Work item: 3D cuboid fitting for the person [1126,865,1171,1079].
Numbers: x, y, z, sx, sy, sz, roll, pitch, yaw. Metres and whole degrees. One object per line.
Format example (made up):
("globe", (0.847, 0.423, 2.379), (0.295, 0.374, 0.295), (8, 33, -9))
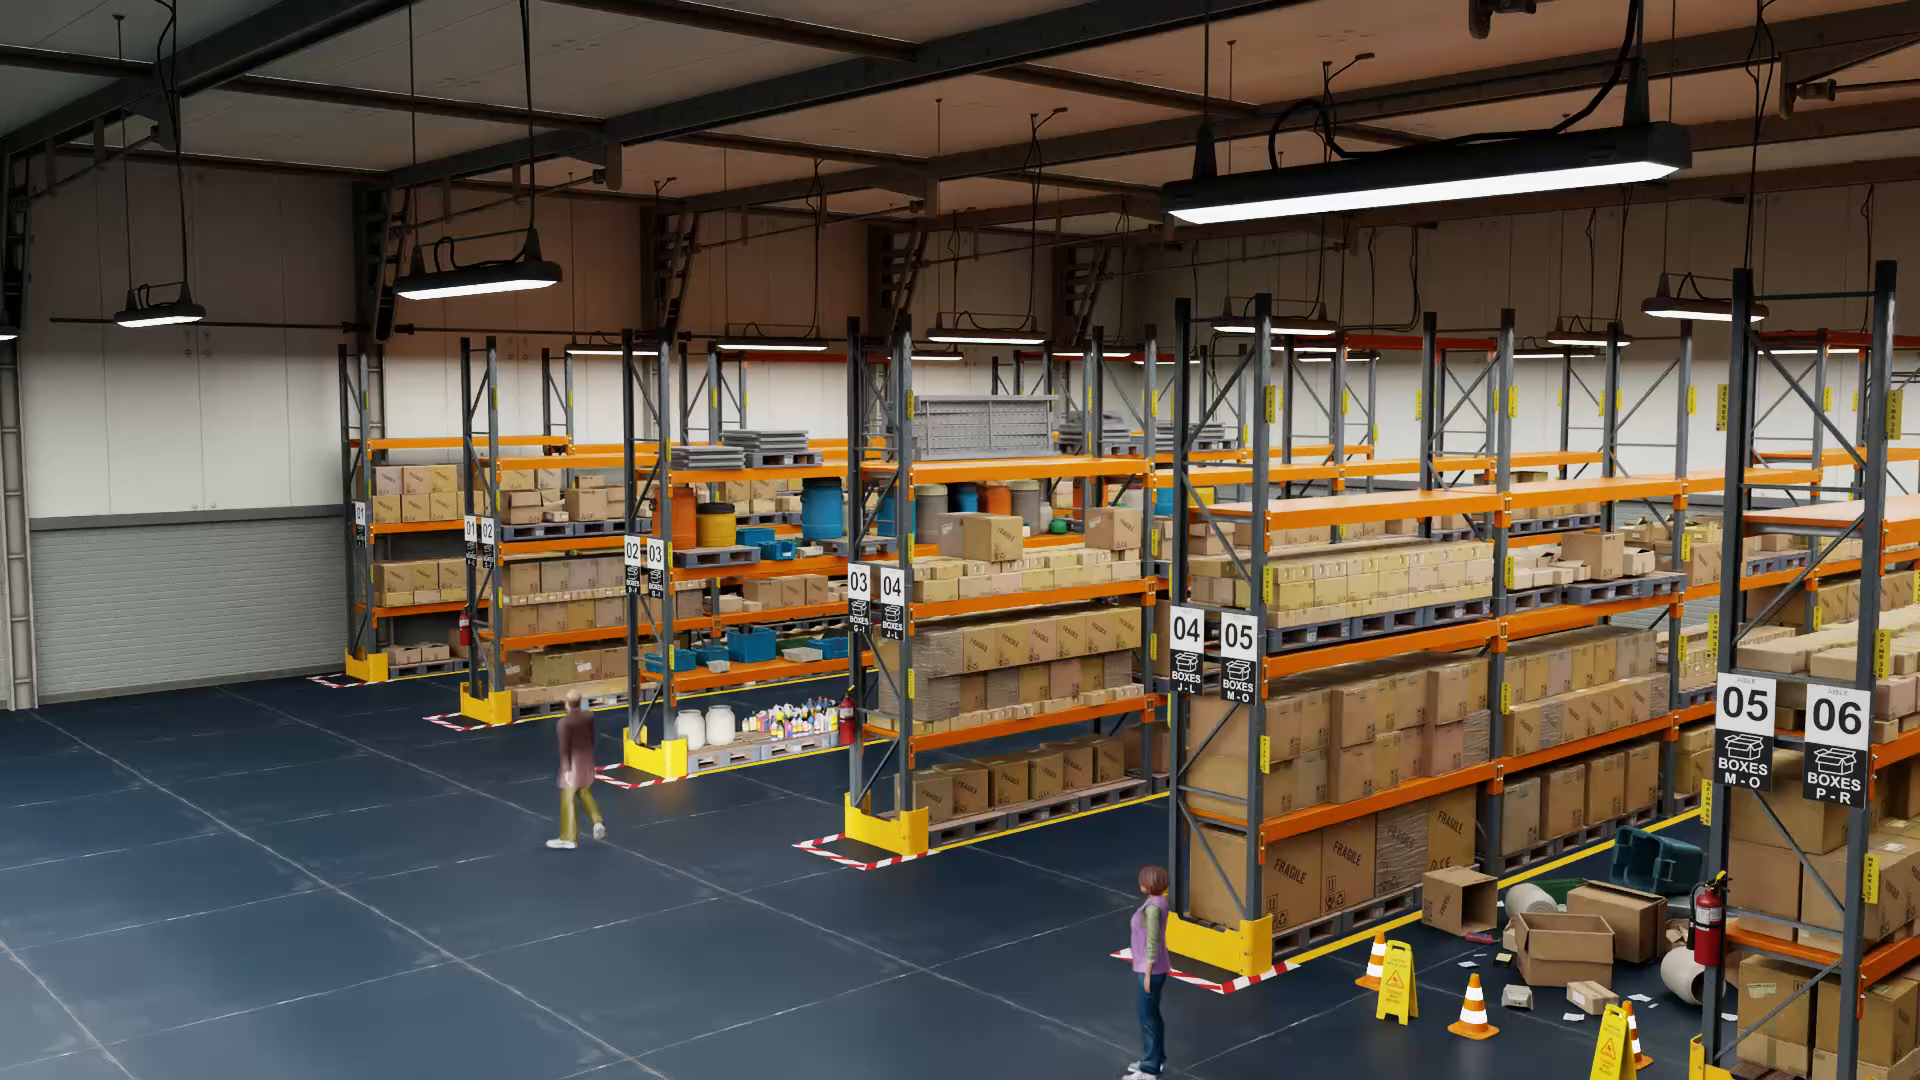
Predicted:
("person", (1.411, 3.245, 12.512), (0.353, 1.609, 0.483), (0, 5, -2))

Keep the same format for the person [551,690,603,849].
("person", (-4.346, 2.595, 18.883), (0.430, 1.830, 0.647), (2, 5, 19))
